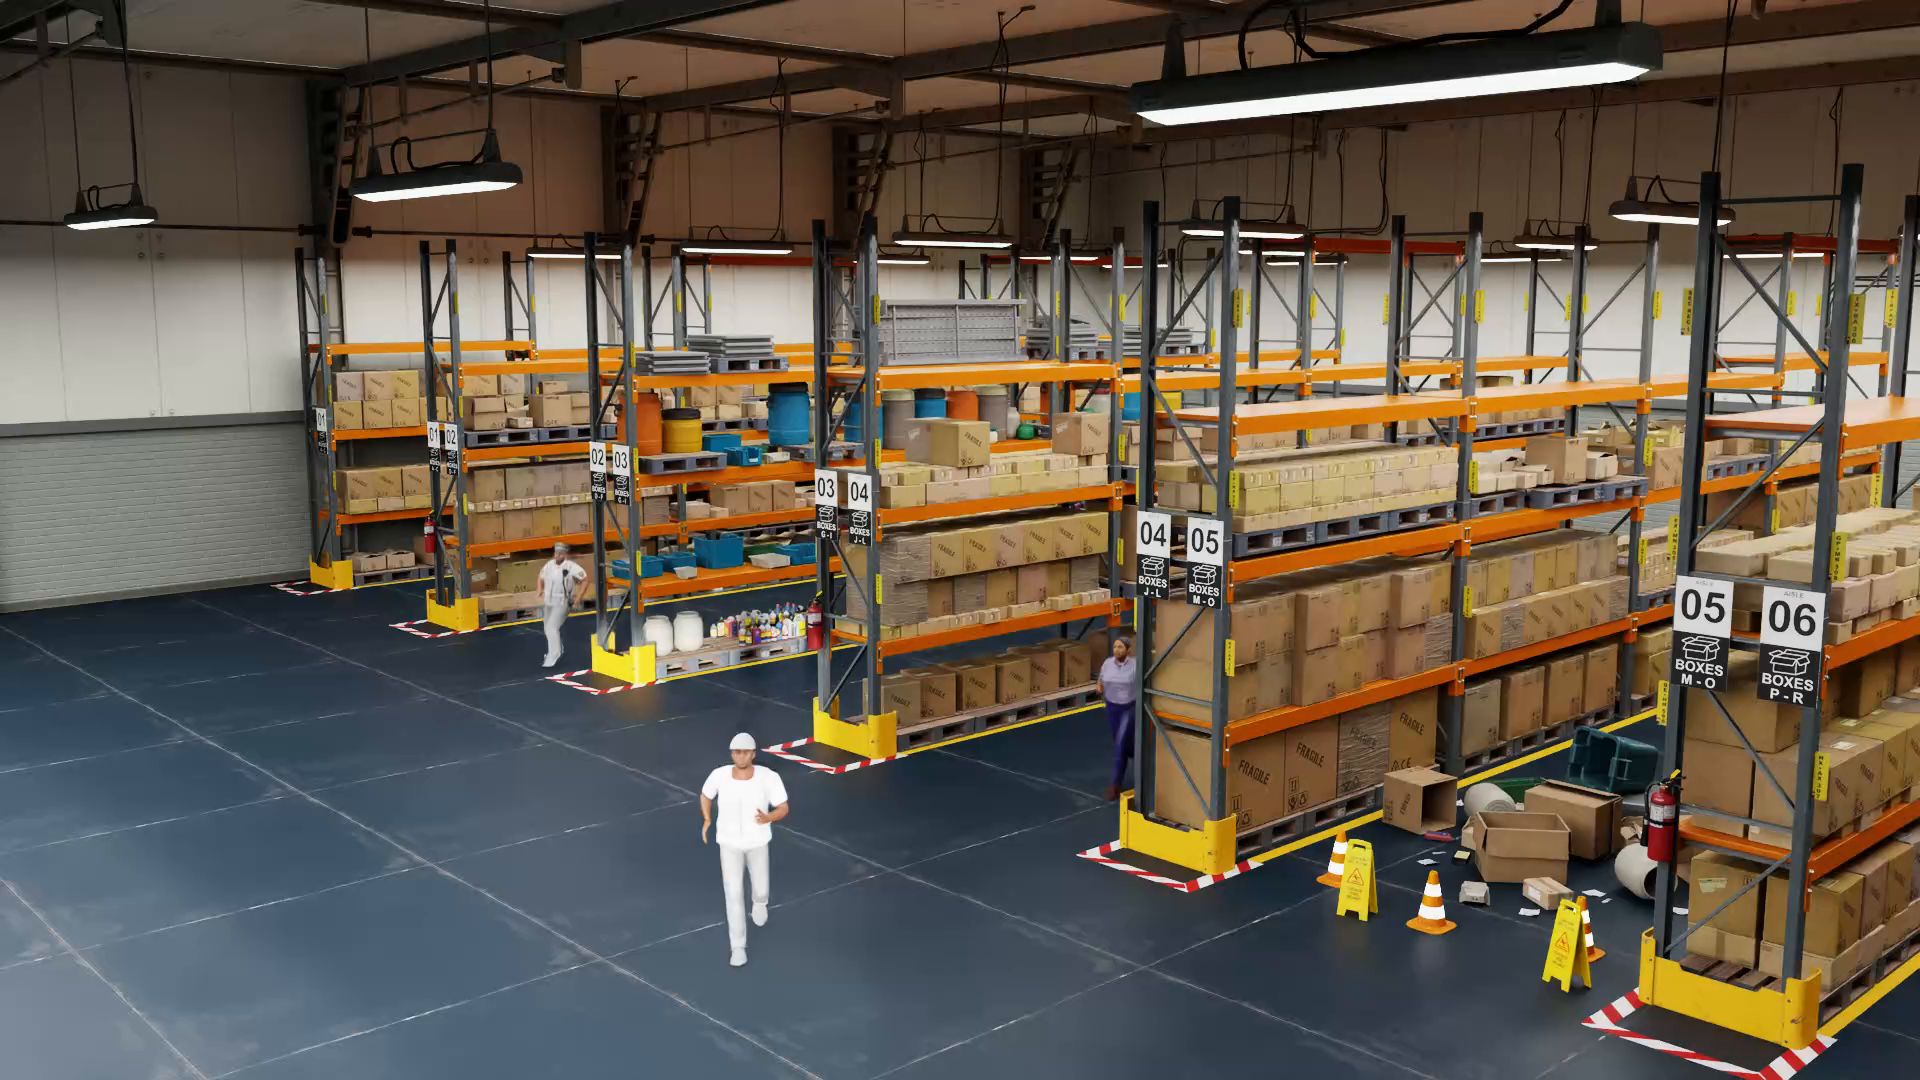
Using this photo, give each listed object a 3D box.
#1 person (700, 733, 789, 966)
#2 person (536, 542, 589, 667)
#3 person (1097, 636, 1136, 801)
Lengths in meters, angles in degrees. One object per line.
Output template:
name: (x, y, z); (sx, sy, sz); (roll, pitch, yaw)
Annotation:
person: (-1.709, 2.380, 13.134); (0.701, 1.748, 0.949); (-1, 8, -4)
person: (-5.625, 0.905, 23.377); (0.724, 1.797, 0.680); (4, 9, 23)
person: (1.739, 1.828, 17.436); (0.607, 1.697, 0.910); (7, 11, 38)
